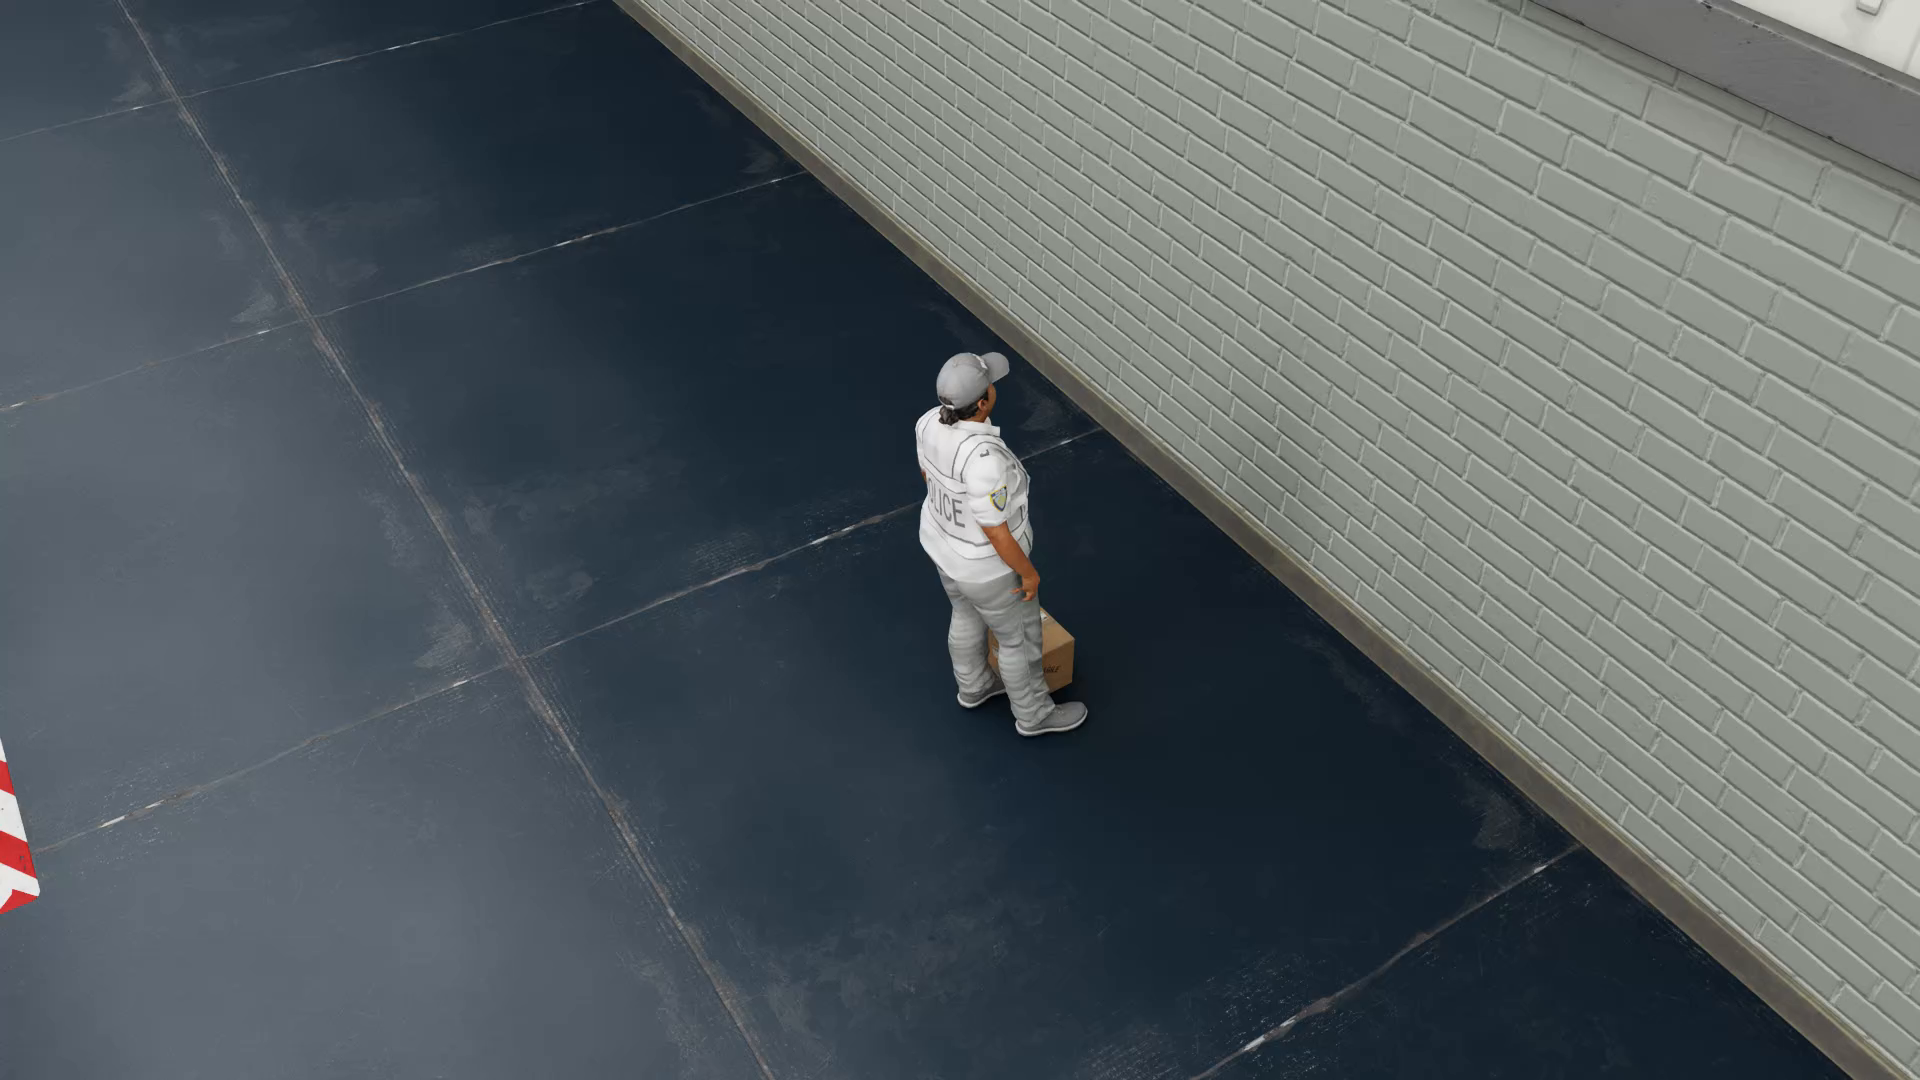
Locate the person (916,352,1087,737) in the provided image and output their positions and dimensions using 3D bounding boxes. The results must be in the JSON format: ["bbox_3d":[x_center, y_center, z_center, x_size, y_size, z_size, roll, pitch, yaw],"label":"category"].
[{"bbox_3d":[0.147,0.013,6.125,0.529,1.670,0.599,-23,46,-24],"label":"person"}]
